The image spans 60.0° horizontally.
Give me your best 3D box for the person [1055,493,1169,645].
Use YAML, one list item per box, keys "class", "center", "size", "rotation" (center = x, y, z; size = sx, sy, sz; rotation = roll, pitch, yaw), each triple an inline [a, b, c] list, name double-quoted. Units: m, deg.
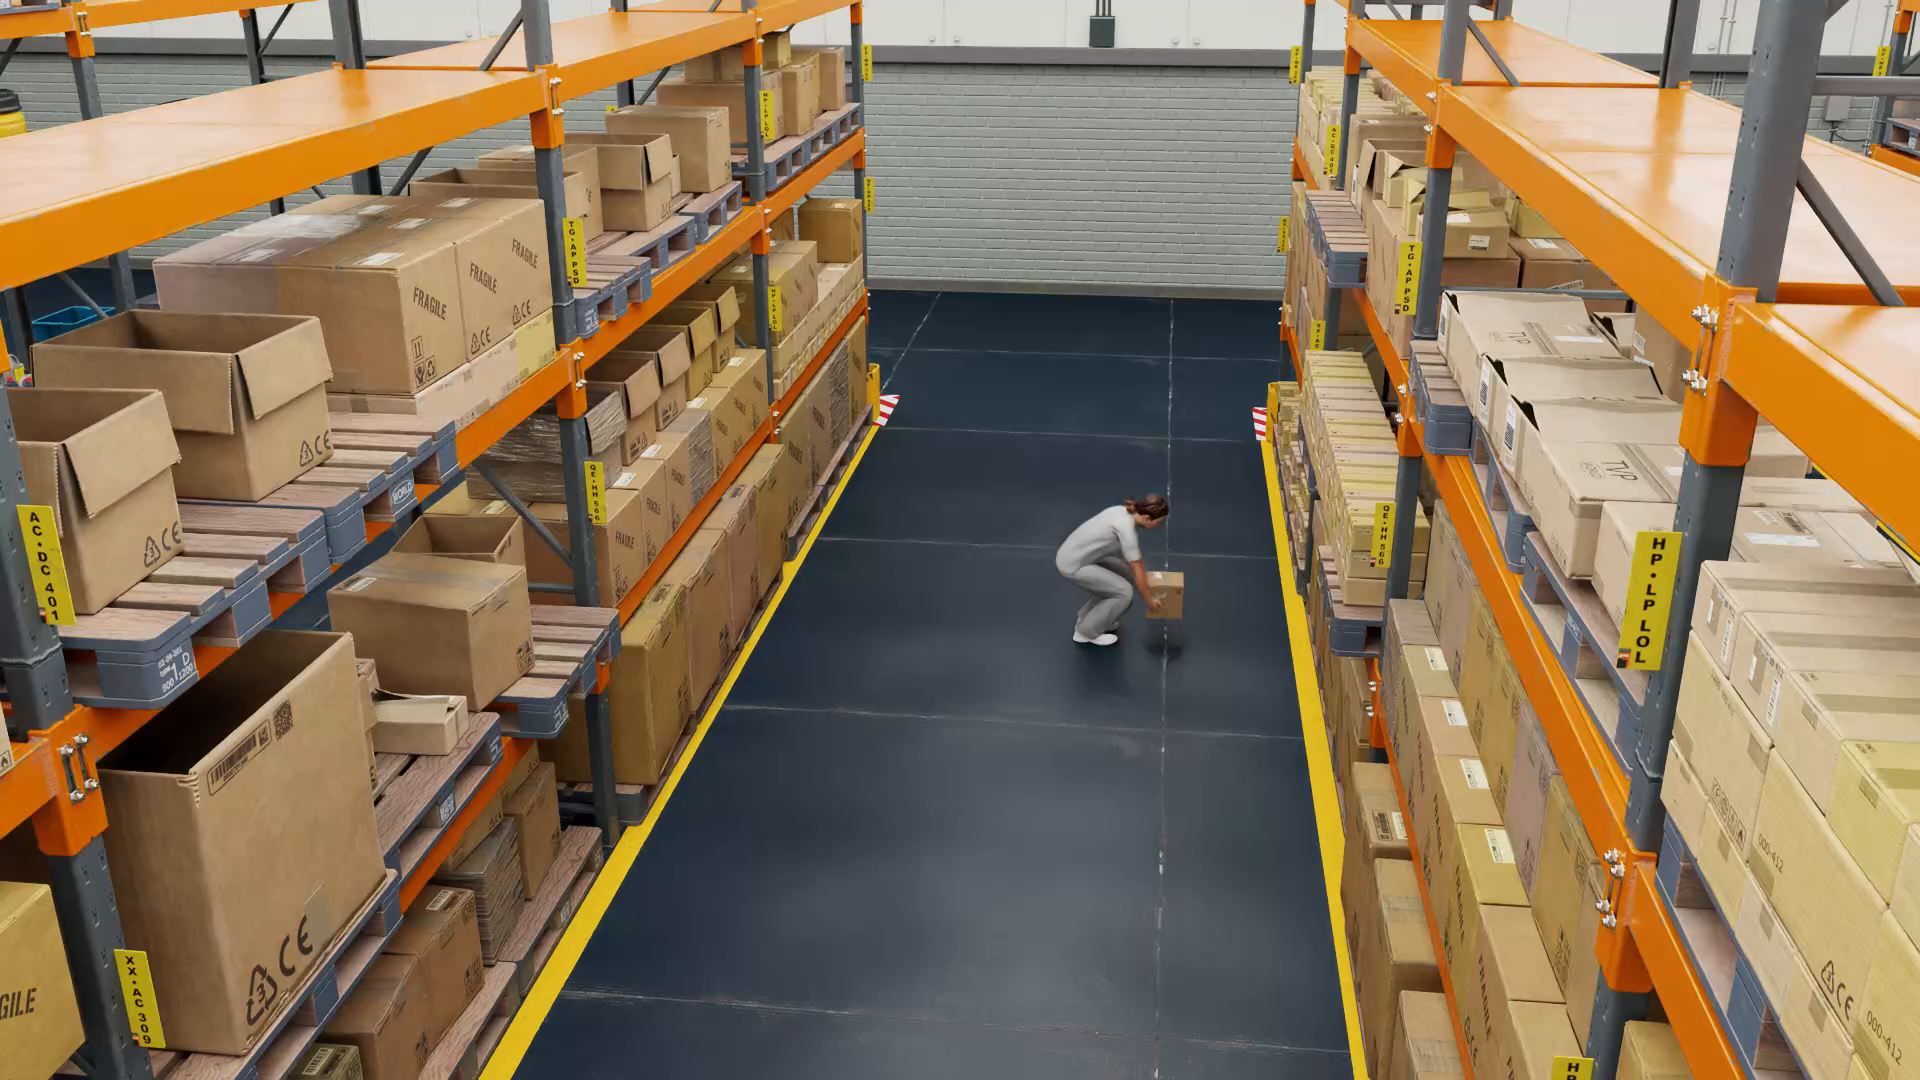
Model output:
- class: "person"
  center: [1.045, 0.174, 11.508]
  size: [0.761, 1.047, 0.492]
  rotation: [2, 21, 6]
